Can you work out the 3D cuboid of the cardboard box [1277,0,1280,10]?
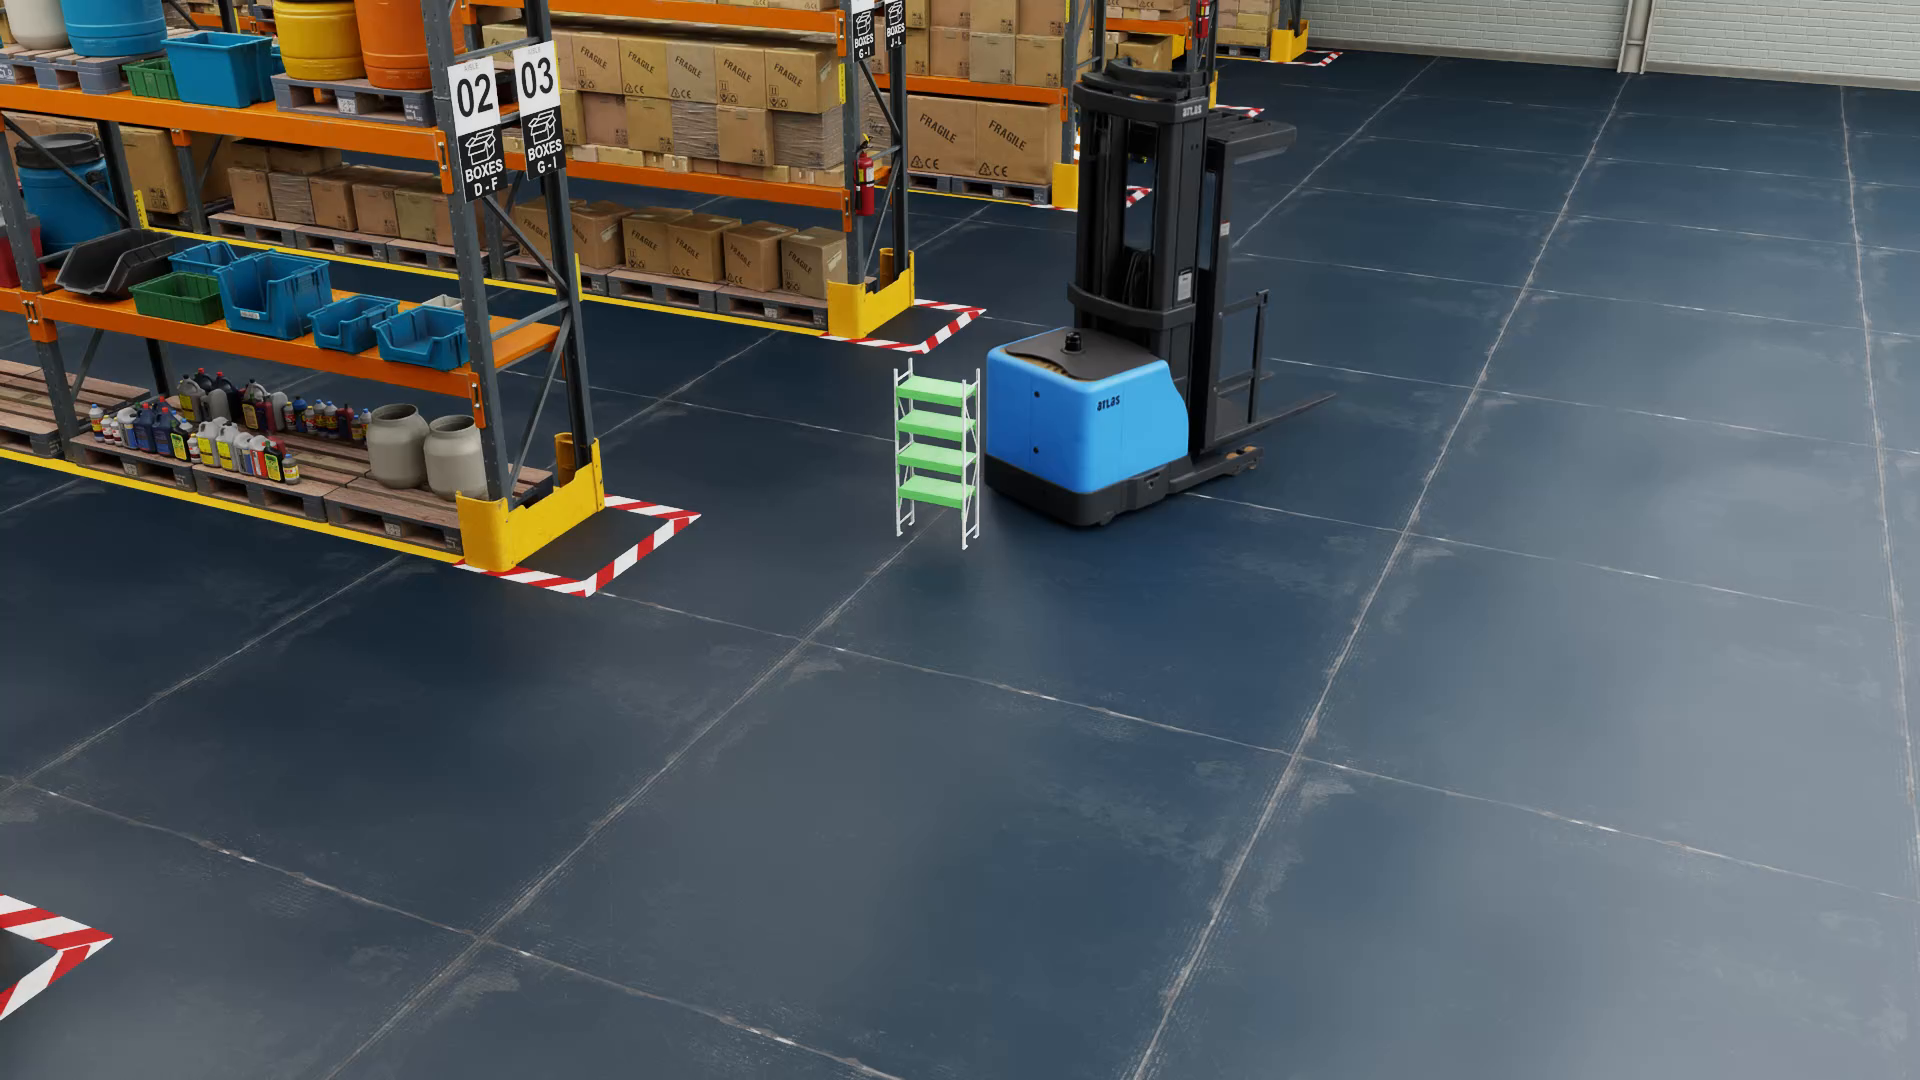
[{"bbox_3d":[5.053,-8.936,27.510,0.500,0.250,0.500,11,28,21],"label":"cardboard box"}]

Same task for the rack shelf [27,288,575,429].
[{"bbox_3d":[-4.612,-1.439,11.591,4.000,0.370,1.077,11,28,22],"label":"rack shelf"}]

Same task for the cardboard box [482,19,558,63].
[{"bbox_3d":[-4.078,-4.561,15.536,0.500,0.500,0.500,11,28,22],"label":"cardboard box"}]

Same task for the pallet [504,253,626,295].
[{"bbox_3d":[-3.756,-2.759,16.615,1.213,0.211,1.003,11,28,22],"label":"pallet"}]

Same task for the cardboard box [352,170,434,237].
[{"bbox_3d":[-5.868,-3.513,17.320,0.500,0.500,0.700,9,28,17],"label":"cardboard box"}]

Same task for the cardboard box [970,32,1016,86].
[{"bbox_3d":[0.538,-5.572,19.002,0.550,0.550,0.875,11,28,22],"label":"cardboard box"}]

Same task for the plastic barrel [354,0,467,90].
[{"bbox_3d":[-3.286,-3.161,9.916,0.708,0.830,0.600,11,28,22],"label":"plastic barrel"}]

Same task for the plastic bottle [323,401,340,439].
[{"bbox_3d":[-4.625,-0.889,12.250,0.097,0.271,0.097,0,26,0],"label":"plastic bottle"}]

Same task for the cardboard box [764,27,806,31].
[{"bbox_3d":[-1.897,-6.099,20.073,0.550,0.550,0.875,11,28,22],"label":"cardboard box"}]

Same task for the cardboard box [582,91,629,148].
[{"bbox_3d":[-3.061,-4.033,15.597,0.500,0.500,0.875,11,28,22],"label":"cardboard box"}]

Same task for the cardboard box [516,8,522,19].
[{"bbox_3d":[-5.582,-6.680,21.309,0.500,0.500,0.500,12,29,22],"label":"cardboard box"}]

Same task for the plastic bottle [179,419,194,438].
[{"bbox_3d":[-5.548,-0.740,11.947,0.097,0.271,0.097,0,26,0],"label":"plastic bottle"}]

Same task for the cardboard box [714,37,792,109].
[{"bbox_3d":[-1.802,-4.105,14.609,0.500,0.500,0.500,11,28,22],"label":"cardboard box"}]

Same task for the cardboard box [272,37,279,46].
[{"bbox_3d":[-6.966,-4.939,17.297,0.500,0.500,0.700,16,30,29],"label":"cardboard box"}]

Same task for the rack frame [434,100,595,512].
[{"bbox_3d":[-2.792,-1.396,10.689,0.127,3.000,1.000,11,28,22],"label":"rack frame"}]

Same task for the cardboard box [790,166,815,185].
[{"bbox_3d":[-1.313,-3.290,14.820,0.250,0.149,0.380,11,28,22],"label":"cardboard box"}]

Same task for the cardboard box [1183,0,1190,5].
[{"bbox_3d":[3.045,-7.749,23.142,0.500,0.500,0.500,11,28,21],"label":"cardboard box"}]

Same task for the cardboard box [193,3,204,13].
[{"bbox_3d":[-10.581,-7.554,23.481,0.250,0.149,0.380,11,28,20],"label":"cardboard box"}]

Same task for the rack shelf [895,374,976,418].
[{"bbox_3d":[-0.151,-0.942,10.863,0.480,0.148,0.258,11,28,22],"label":"rack shelf"}]

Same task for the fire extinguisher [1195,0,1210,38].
[{"bbox_3d":[3.274,-7.131,22.426,0.183,0.674,0.296,11,28,22],"label":"fire extinguisher"}]

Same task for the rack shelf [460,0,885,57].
[{"bbox_3d":[-2.562,-4.776,14.973,4.000,0.370,1.077,11,28,22],"label":"rack shelf"}]

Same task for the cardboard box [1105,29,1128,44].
[{"bbox_3d":[2.162,-7.036,23.199,0.250,0.149,0.380,12,29,23],"label":"cardboard box"}]

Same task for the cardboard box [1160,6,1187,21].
[{"bbox_3d":[2.932,-7.242,22.847,0.250,0.149,0.380,12,29,24],"label":"cardboard box"}]

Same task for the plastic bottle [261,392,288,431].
[{"bbox_3d":[-5.112,-0.975,12.421,0.135,0.276,0.152,12,29,23],"label":"plastic bottle"}]

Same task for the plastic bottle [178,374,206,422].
[{"bbox_3d":[-5.787,-1.076,12.541,0.185,0.351,0.144,11,28,22],"label":"plastic bottle"}]

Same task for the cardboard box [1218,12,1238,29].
[{"bbox_3d":[4.388,-8.607,27.408,0.500,0.250,0.500,11,28,21],"label":"cardboard box"}]

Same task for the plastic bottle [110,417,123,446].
[{"bbox_3d":[-6.139,-0.798,12.144,0.097,0.201,0.097,0,26,0],"label":"plastic bottle"}]

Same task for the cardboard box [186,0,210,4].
[{"bbox_3d":[-10.549,-7.806,23.259,0.500,0.500,0.500,11,28,20],"label":"cardboard box"}]

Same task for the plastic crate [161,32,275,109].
[{"bbox_3d":[-4.652,-2.962,10.493,0.575,0.384,0.392,11,28,22],"label":"plastic crate"}]

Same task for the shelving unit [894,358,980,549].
[{"bbox_3d":[-0.151,-0.569,11.046,0.503,1.200,0.258,11,28,22],"label":"shelving unit"}]

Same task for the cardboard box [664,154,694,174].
[{"bbox_3d":[-2.495,-3.476,15.198,0.250,0.149,0.380,11,28,22],"label":"cardboard box"}]

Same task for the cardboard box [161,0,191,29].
[{"bbox_3d":[-8.683,-5.485,17.746,0.637,0.503,0.797,12,29,24],"label":"cardboard box"}]

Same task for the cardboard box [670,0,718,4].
[{"bbox_3d":[-2.204,-4.839,14.457,0.500,0.250,0.500,12,29,23],"label":"cardboard box"}]

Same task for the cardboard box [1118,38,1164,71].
[{"bbox_3d":[2.524,-6.705,23.261,0.500,0.500,0.500,12,28,22],"label":"cardboard box"}]

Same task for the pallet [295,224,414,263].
[{"bbox_3d":[-6.206,-3.232,17.576,1.213,0.211,1.003,11,28,22],"label":"pallet"}]

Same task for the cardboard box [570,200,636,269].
[{"bbox_3d":[-3.510,-2.995,16.292,0.500,0.500,0.500,22,34,38],"label":"cardboard box"}]

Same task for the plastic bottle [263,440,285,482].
[{"bbox_3d":[-4.759,-0.548,11.545,0.133,0.283,0.061,12,29,23],"label":"plastic bottle"}]

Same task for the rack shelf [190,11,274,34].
[{"bbox_3d":[-11.340,-7.600,24.106,4.000,0.370,1.077,11,28,22],"label":"rack shelf"}]

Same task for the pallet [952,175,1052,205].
[{"bbox_3d":[0.644,-4.227,19.597,1.213,0.211,1.003,11,28,22],"label":"pallet"}]

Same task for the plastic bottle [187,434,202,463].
[{"bbox_3d":[-5.450,-0.659,11.863,0.097,0.201,0.097,0,26,0],"label":"plastic bottle"}]

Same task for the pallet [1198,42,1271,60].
[{"bbox_3d":[4.699,-8.241,27.749,1.213,0.211,1.003,11,28,22],"label":"pallet"}]

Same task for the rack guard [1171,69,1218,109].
[{"bbox_3d":[3.292,-6.265,23.408,0.348,0.500,1.175,11,28,22],"label":"rack guard"}]

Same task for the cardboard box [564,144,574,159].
[{"bbox_3d":[-3.619,-3.718,15.691,0.250,0.149,0.380,11,28,22],"label":"cardboard box"}]

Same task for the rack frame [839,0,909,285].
[{"bbox_3d":[-0.741,-3.387,14.734,0.127,3.000,1.000,11,28,22],"label":"rack frame"}]

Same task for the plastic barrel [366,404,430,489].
[{"bbox_3d":[-3.879,-0.649,11.514,0.421,0.512,0.421,0,26,0],"label":"plastic barrel"}]

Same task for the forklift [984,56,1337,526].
[{"bbox_3d":[1.614,-1.941,11.874,3.031,2.935,1.130,-21,33,-36],"label":"forklift"}]

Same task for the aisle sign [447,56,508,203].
[{"bbox_3d":[-2.849,-2.430,9.846,0.004,0.787,0.394,11,28,22],"label":"aisle sign"}]

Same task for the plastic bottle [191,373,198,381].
[{"bbox_3d":[-5.858,-1.151,12.768,0.133,0.283,0.061,13,29,24],"label":"plastic bottle"}]

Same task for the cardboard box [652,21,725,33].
[{"bbox_3d":[-2.495,-4.499,15.409,0.500,0.500,0.500,11,28,22],"label":"cardboard box"}]

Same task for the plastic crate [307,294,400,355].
[{"bbox_3d":[-3.960,-1.421,10.910,0.408,0.251,0.499,11,28,22],"label":"plastic crate"}]

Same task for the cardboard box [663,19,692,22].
[{"bbox_3d":[-3.283,-6.220,20.374,0.500,0.500,0.500,11,28,21],"label":"cardboard box"}]

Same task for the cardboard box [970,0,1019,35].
[{"bbox_3d":[0.543,-6.062,18.774,0.550,0.550,0.875,11,28,22],"label":"cardboard box"}]

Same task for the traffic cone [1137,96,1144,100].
[{"bbox_3d":[2.435,-5.794,22.494,0.334,0.463,0.336,11,28,22],"label":"traffic cone"}]

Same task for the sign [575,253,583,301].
[{"bbox_3d":[-2.560,-1.740,11.076,0.005,0.325,0.100,11,28,22],"label":"sign"}]
